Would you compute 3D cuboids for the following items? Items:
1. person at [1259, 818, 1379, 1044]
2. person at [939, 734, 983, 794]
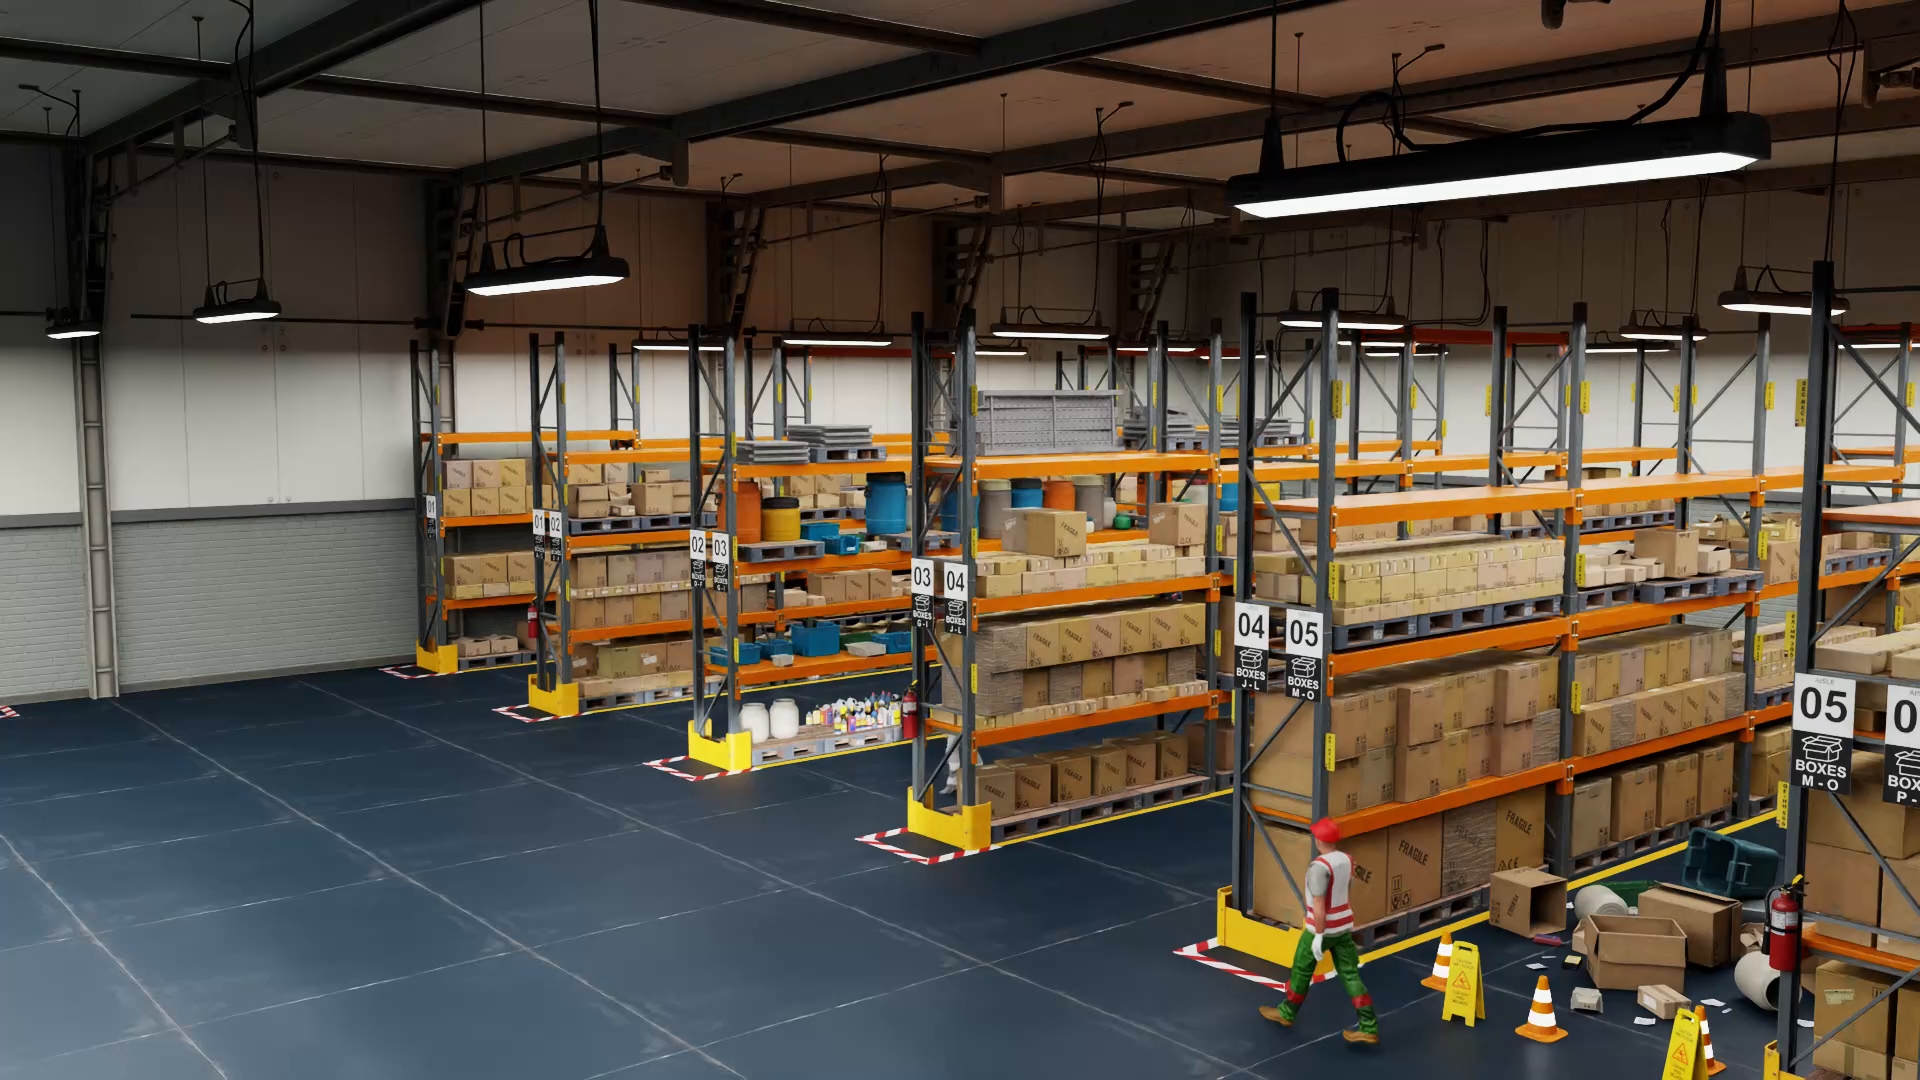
[{"bbox_3d":[2.878,3.063,13.195,0.578,1.748,1.012,-4,7,-37],"label":"person"},{"bbox_3d":[0.026,2.333,21.144,0.596,1.825,0.623,-3,6,-26],"label":"person"}]
